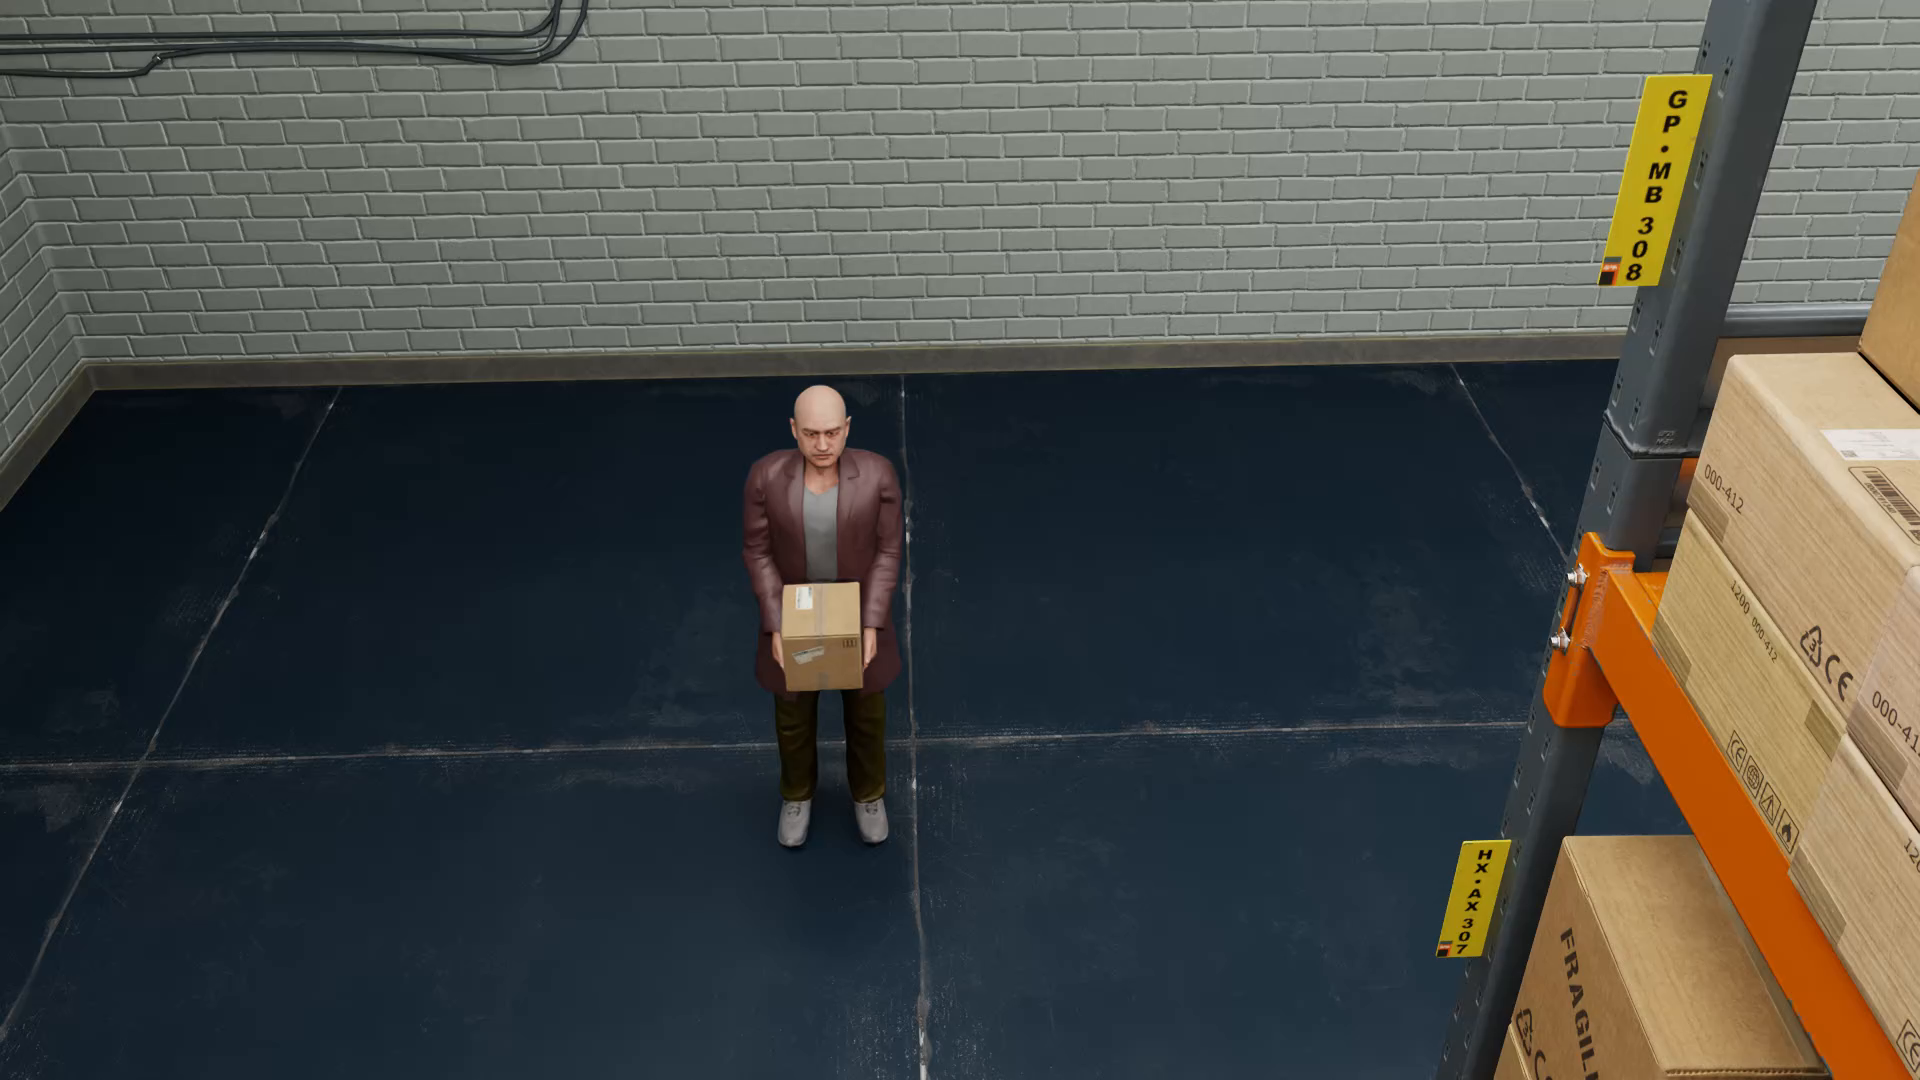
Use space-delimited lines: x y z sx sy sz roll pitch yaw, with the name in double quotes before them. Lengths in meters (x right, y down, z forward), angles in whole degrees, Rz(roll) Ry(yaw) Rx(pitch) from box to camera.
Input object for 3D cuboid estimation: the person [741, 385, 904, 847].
"person" -0.455 0.332 5.674 0.548 1.780 0.535 -2 35 -2
